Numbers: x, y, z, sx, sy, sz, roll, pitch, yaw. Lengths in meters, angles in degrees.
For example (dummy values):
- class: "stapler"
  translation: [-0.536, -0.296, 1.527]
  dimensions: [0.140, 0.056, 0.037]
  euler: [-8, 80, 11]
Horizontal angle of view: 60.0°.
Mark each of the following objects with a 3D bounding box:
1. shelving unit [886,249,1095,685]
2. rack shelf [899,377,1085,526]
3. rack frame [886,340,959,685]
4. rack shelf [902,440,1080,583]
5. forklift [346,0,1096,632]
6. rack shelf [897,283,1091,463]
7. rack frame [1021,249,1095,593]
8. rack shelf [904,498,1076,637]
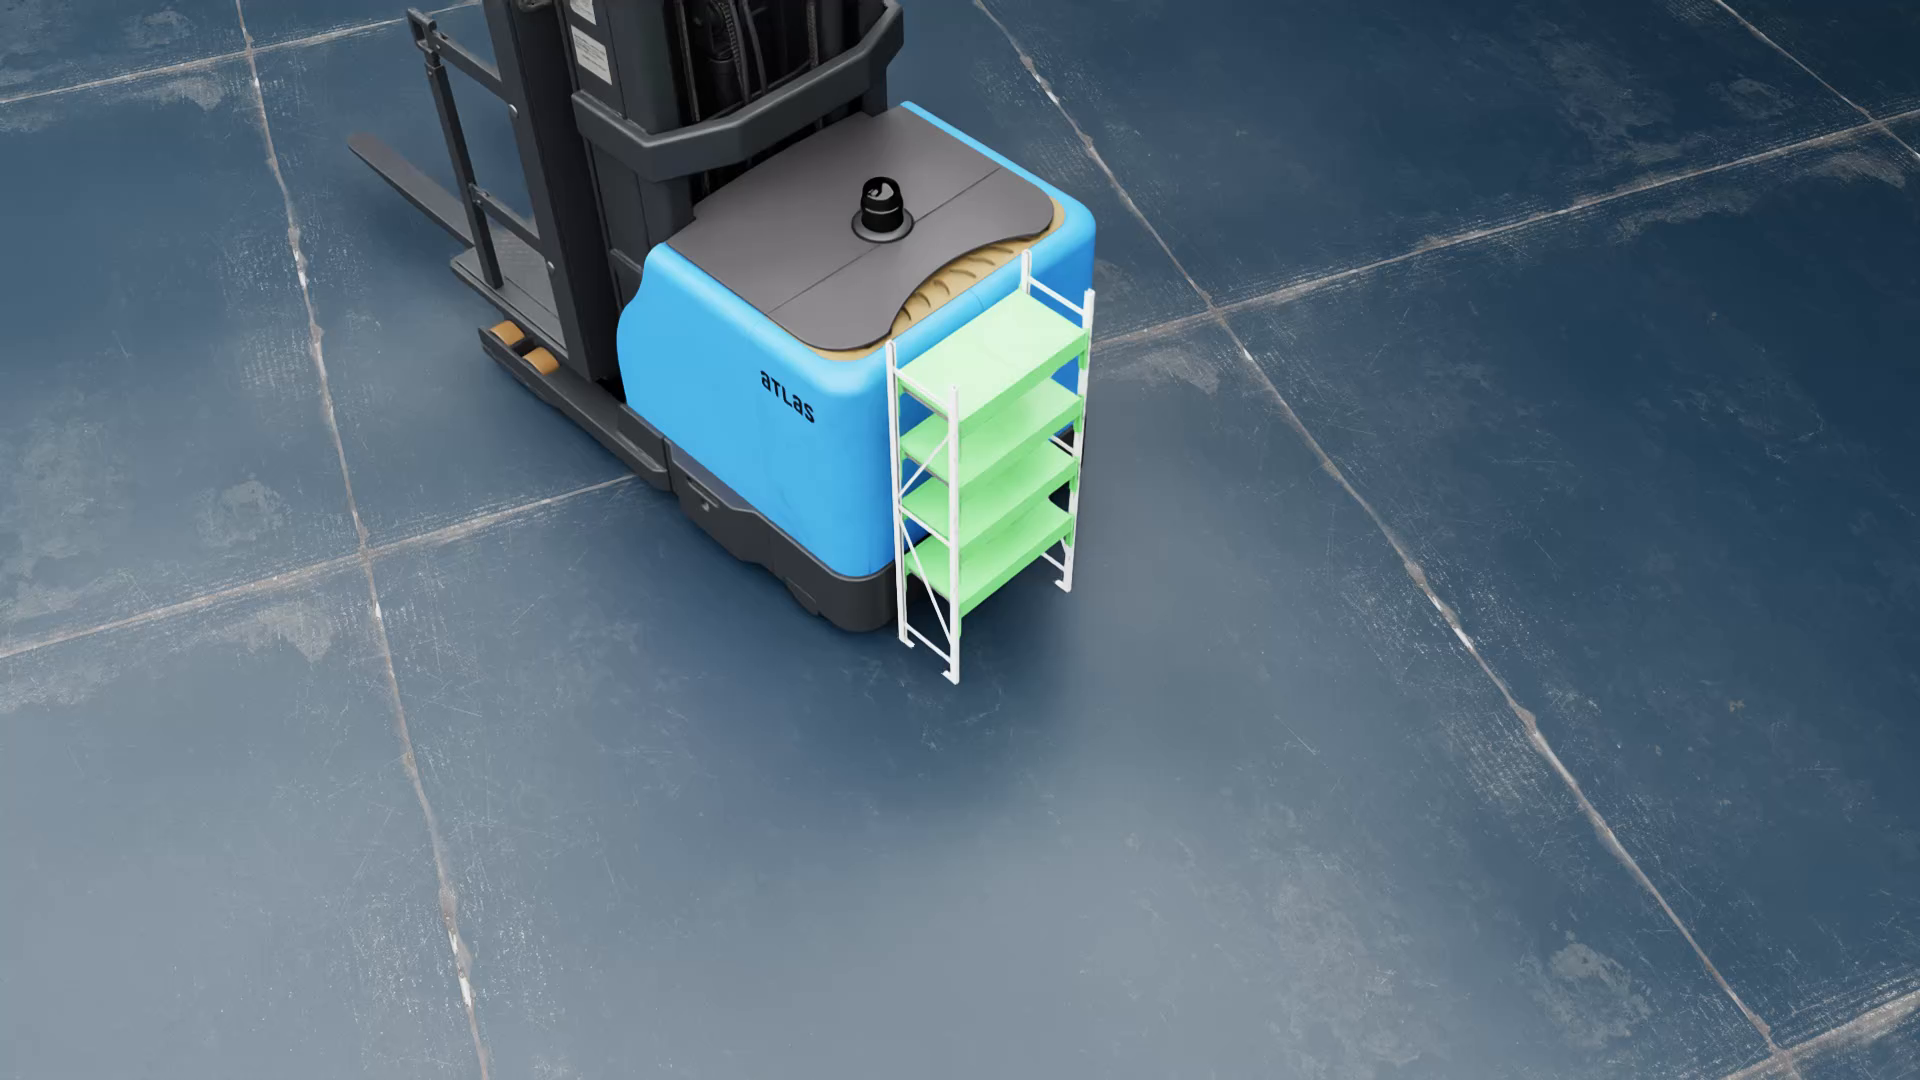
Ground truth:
- class: "shelving unit"
  translation: [0.079, -0.165, 4.601]
  dimensions: [0.258, 1.200, 0.503]
  euler: [37, 59, 27]
- class: "rack shelf"
  translation: [0.079, -0.280, 4.467]
  dimensions: [0.258, 0.148, 0.480]
  euler: [37, 59, 27]
- class: "rack frame"
  translation: [-0.093, -0.034, 4.488]
  dimensions: [0.240, 1.200, 0.015]
  euler: [37, 59, 27]
- class: "rack shelf"
  translation: [0.079, -0.124, 4.650]
  dimensions: [0.258, 0.148, 0.480]
  euler: [37, 59, 27]
- class: "forklift"
  translation: [-1.003, -1.693, 4.772]
  dimensions: [3.031, 2.935, 1.130]
  euler: [37, 59, 27]
- class: "rack shelf"
  translation: [0.079, -0.436, 4.285]
  dimensions: [0.258, 0.148, 0.480]
  euler: [37, 59, 27]
- class: "rack frame"
  translation: [0.251, -0.297, 4.714]
  dimensions: [0.240, 1.200, 0.015]
  euler: [37, 59, 27]
- class: "rack shelf"
  translation: [0.079, 0.033, 4.832]
  dimensions: [0.258, 0.148, 0.480]
  euler: [37, 59, 27]
